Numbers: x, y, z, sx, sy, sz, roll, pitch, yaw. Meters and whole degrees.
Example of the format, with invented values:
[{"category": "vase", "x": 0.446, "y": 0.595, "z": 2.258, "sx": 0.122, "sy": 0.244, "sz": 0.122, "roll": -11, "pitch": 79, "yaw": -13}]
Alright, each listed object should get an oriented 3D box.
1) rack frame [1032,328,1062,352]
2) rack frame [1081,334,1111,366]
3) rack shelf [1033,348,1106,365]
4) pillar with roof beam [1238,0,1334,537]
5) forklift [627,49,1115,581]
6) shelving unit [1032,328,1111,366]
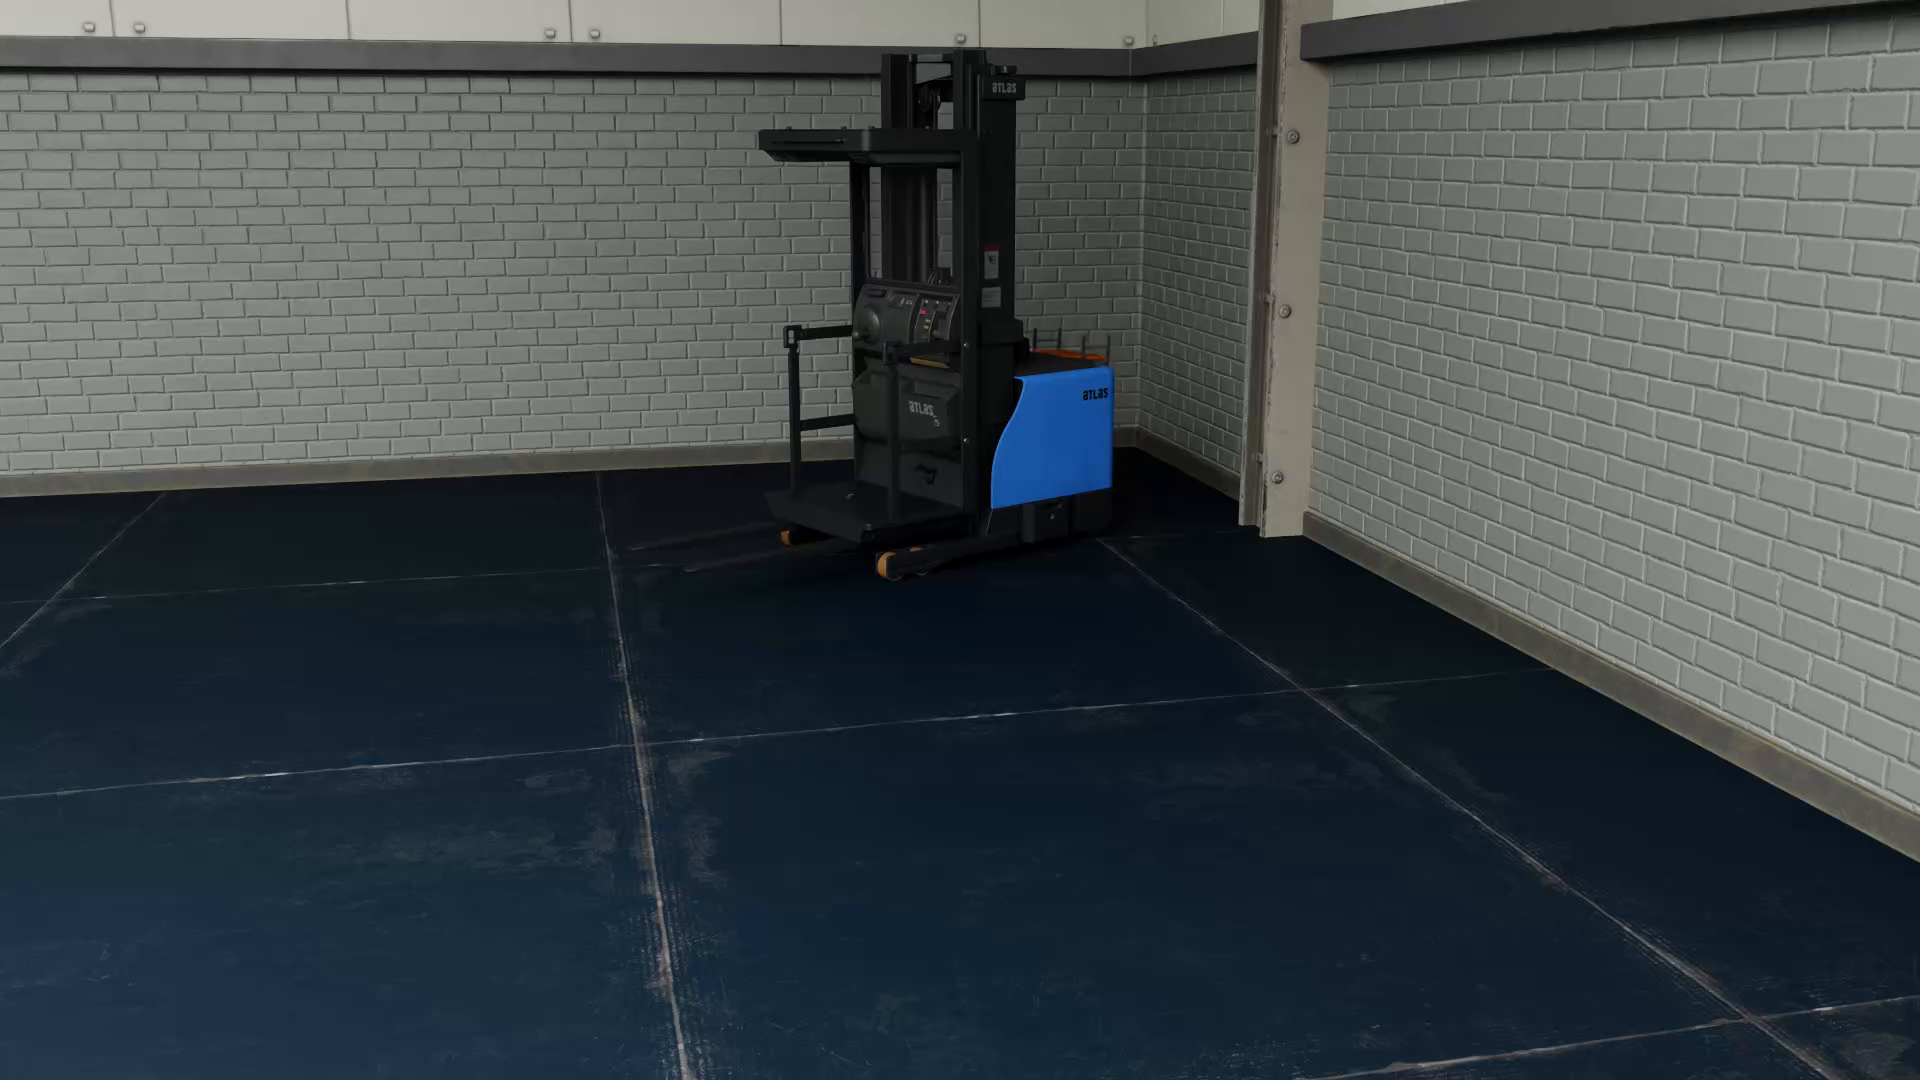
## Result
[{"category": "rack frame", "x": 0.561, "y": -0.838, "z": 11.297, "sx": 0.240, "sy": 1.200, "sz": 0.015, "roll": -6, "pitch": 15, "yaw": -37}, {"category": "rack frame", "x": 0.858, "y": -0.746, "z": 10.921, "sx": 0.240, "sy": 1.200, "sz": 0.015, "roll": -6, "pitch": 15, "yaw": -37}, {"category": "rack shelf", "x": 0.728, "y": -1.177, "z": 11.030, "sx": 0.258, "sy": 0.148, "sz": 0.480, "roll": -6, "pitch": 15, "yaw": -37}, {"category": "pillar with roof beam", "x": -2.171, "y": -4.202, "z": 8.668, "sx": 9.100, "sy": 9.000, "sz": 0.400, "roll": -3, "pitch": 14, "yaw": -13}, {"category": "forklift", "x": -0.483, "y": -1.331, "z": 9.697, "sx": 3.031, "sy": 2.935, "sz": 1.130, "roll": -11, "pitch": 17, "yaw": -38}, {"category": "shelving unit", "x": 0.709, "y": -0.792, "z": 11.109, "sx": 0.258, "sy": 1.200, "sz": 0.503, "roll": -6, "pitch": 15, "yaw": -37}]
